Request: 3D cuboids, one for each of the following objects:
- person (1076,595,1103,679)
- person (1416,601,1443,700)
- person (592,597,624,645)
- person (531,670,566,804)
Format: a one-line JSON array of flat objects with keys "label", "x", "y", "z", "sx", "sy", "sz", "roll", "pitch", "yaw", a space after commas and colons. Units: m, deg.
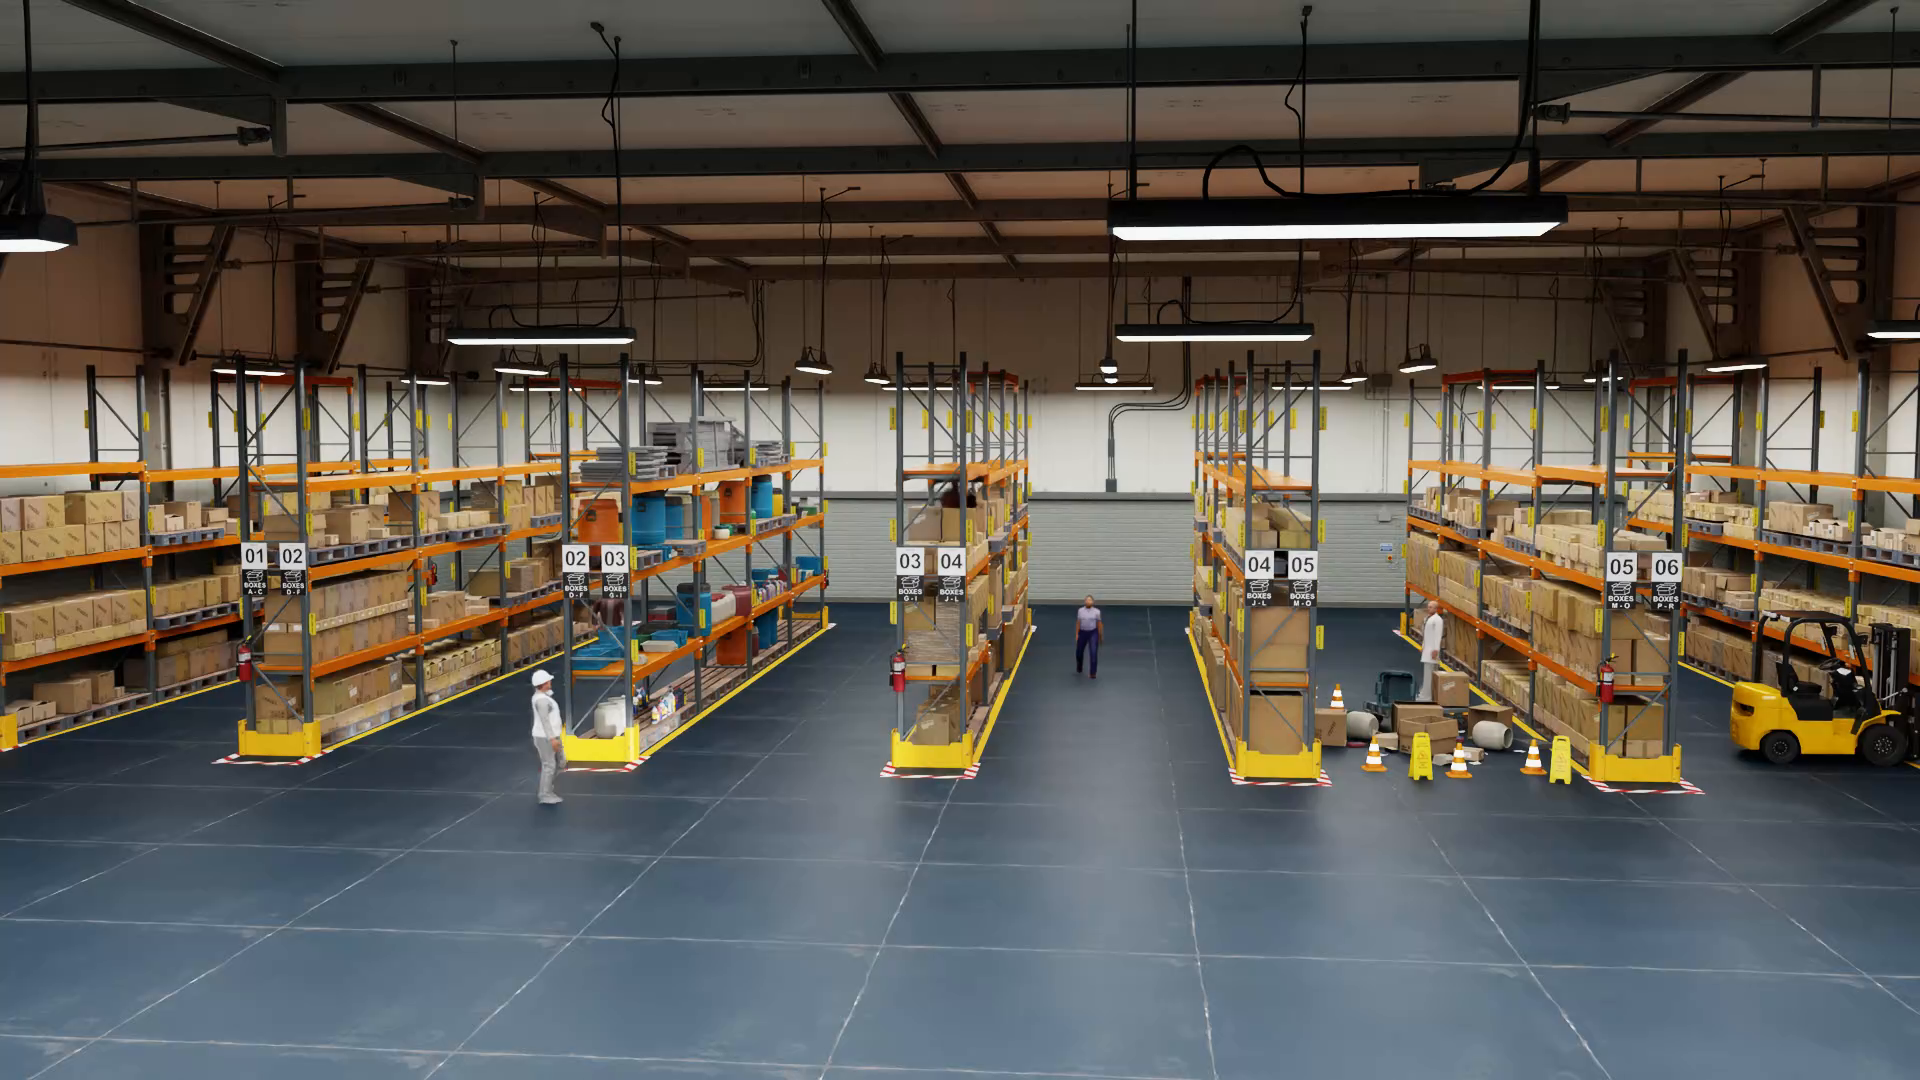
[{"label": "person", "x": 2.528, "y": 1.875, "z": 32.536, "sx": 0.533, "sy": 1.618, "sz": 0.647, "roll": 0, "pitch": 4, "yaw": 2}, {"label": "person", "x": 8.442, "y": 1.988, "z": 30.007, "sx": 0.521, "sy": 1.782, "sz": 0.628, "roll": 1, "pitch": 4, "yaw": 16}, {"label": "person", "x": -7.041, "y": 1.801, "z": 33.406, "sx": 0.748, "sy": 1.814, "sz": 0.936, "roll": 0, "pitch": 4, "yaw": 4}, {"label": "person", "x": -5.416, "y": 2.585, "z": 21.856, "sx": 0.458, "sy": 1.778, "sz": 0.575, "roll": 0, "pitch": 4, "yaw": 1}]
